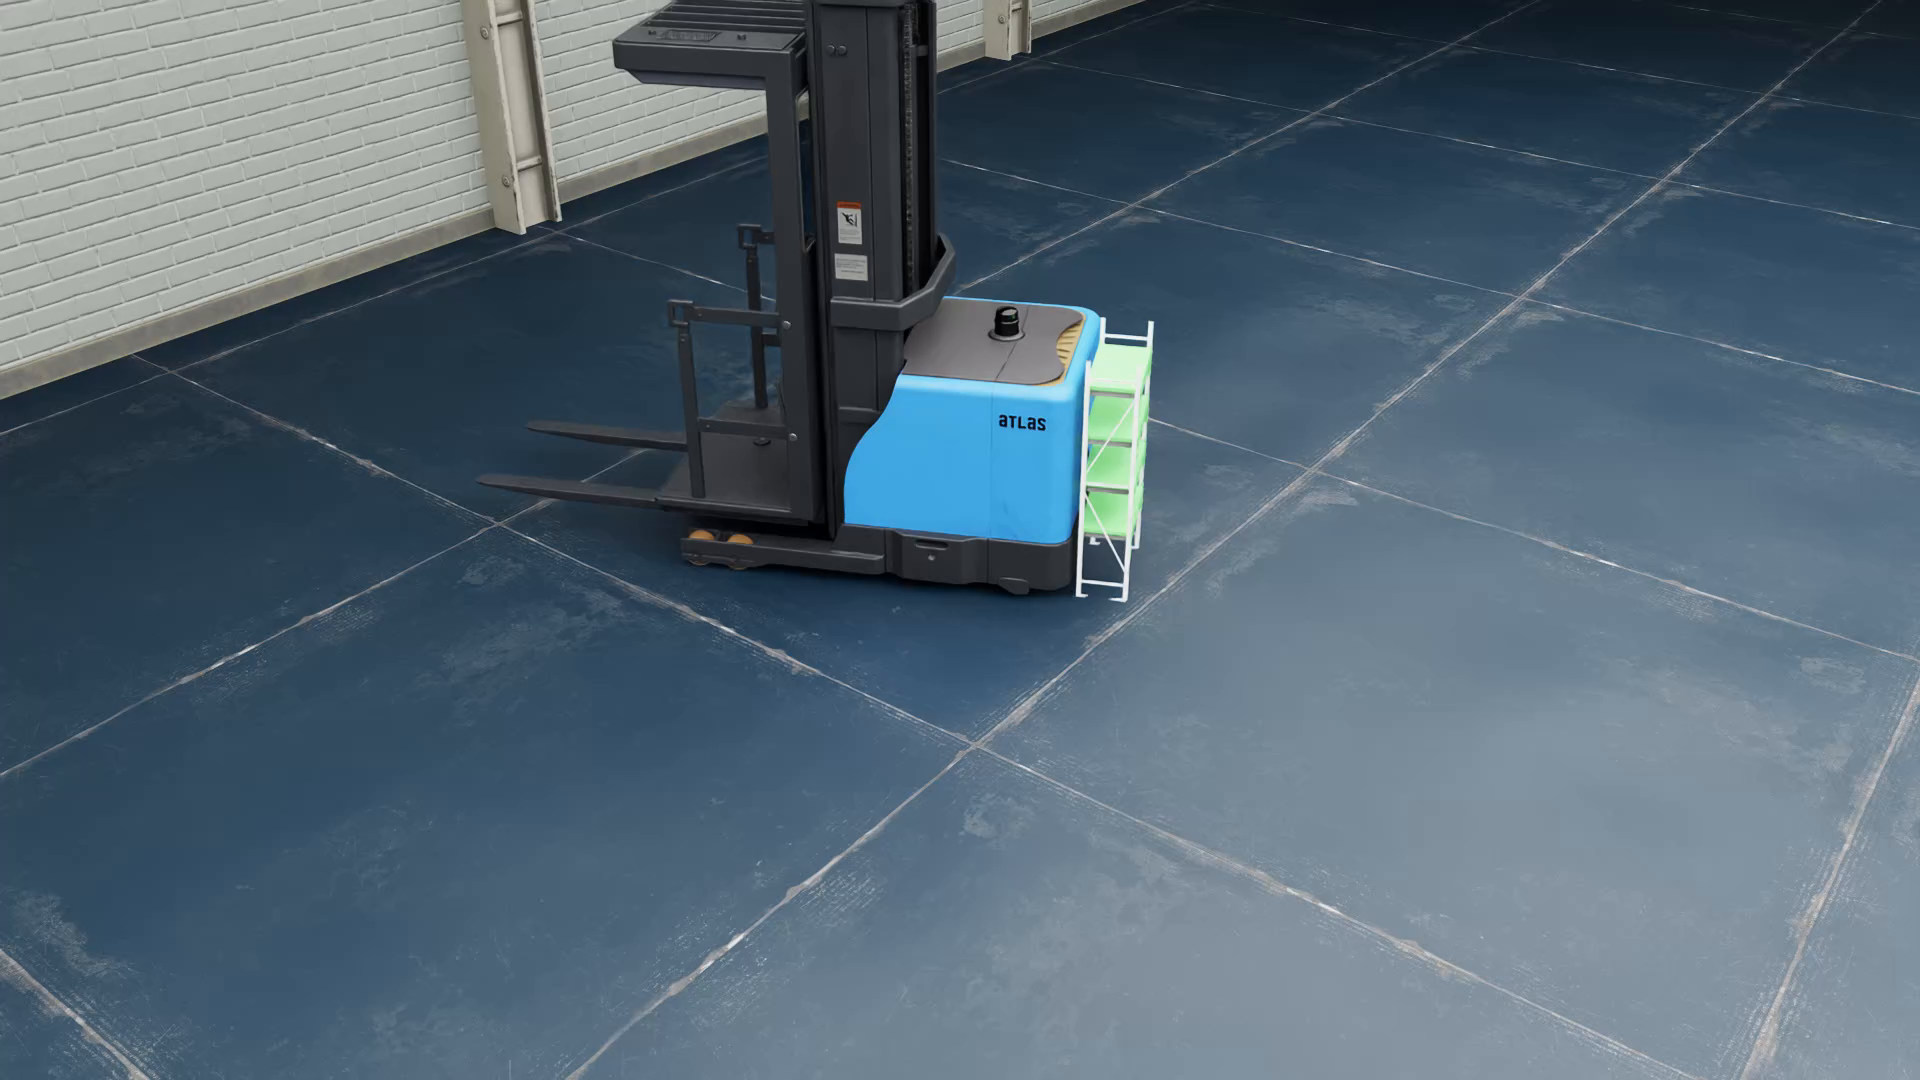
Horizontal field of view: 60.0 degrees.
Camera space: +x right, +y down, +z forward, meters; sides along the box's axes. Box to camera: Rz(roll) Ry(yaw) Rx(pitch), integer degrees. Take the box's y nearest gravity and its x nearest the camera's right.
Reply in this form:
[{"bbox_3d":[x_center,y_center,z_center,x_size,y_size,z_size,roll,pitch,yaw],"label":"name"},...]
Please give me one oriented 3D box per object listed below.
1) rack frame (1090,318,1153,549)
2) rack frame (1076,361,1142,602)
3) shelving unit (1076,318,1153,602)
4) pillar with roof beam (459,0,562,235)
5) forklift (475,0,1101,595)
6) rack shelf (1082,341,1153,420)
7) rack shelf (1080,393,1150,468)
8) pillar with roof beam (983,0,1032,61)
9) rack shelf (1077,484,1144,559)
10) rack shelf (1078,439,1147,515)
[{"bbox_3d":[0.762,-0.486,7.894,0.240,1.200,0.015,6,31,10],"label":"rack frame"},{"bbox_3d":[0.663,-0.243,7.482,0.240,1.200,0.015,6,31,10],"label":"rack frame"},{"bbox_3d":[0.712,-0.364,7.688,0.258,1.200,0.503,6,31,10],"label":"shelving unit"},{"bbox_3d":[0.271,-4.867,7.636,9.100,9.000,0.400,21,37,31],"label":"pillar with roof beam"},{"bbox_3d":[-0.879,-1.374,7.694,3.031,2.935,1.130,6,31,10],"label":"forklift"},{"bbox_3d":[0.713,-0.722,7.476,0.258,0.148,0.480,6,31,10],"label":"rack shelf"},{"bbox_3d":[0.712,-0.516,7.598,0.258,0.148,0.480,6,31,10],"label":"rack shelf"},{"bbox_3d":[3.893,-7.306,11.751,9.100,9.000,0.400,21,37,31],"label":"pillar with roof beam"},{"bbox_3d":[0.712,-0.103,7.843,0.258,0.148,0.480,6,31,10],"label":"rack shelf"},{"bbox_3d":[0.712,-0.310,7.721,0.258,0.148,0.480,6,31,10],"label":"rack shelf"}]
